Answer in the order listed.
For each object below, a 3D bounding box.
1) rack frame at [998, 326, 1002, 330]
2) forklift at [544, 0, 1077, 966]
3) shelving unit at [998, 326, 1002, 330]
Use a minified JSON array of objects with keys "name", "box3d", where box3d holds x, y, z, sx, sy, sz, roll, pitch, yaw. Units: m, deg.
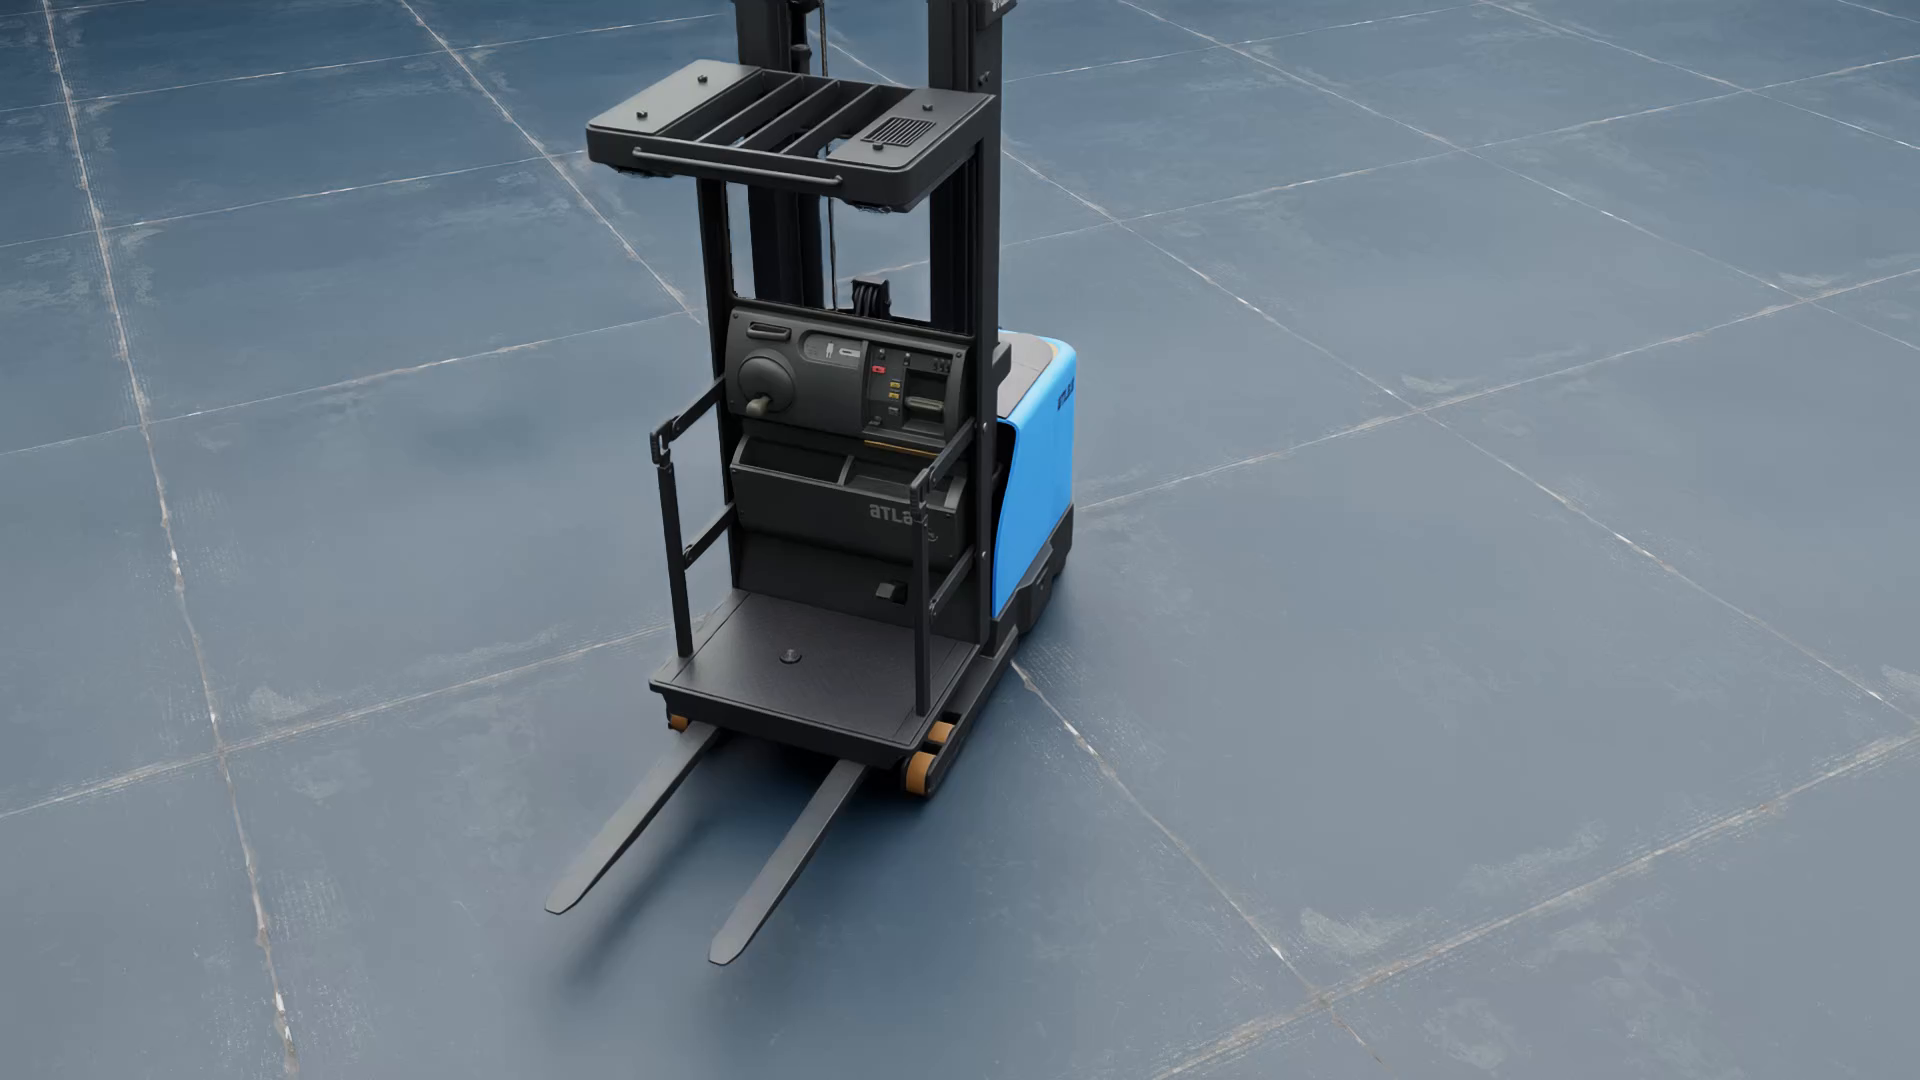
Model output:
[{"name":"rack frame","box3d":[0.082,-0.576,7.814,0.240,0.900,0.006,-13,35,-20]},{"name":"forklift","box3d":[-0.499,-0.530,5.861,1.130,2.935,3.031,12,35,18]},{"name":"shelving unit","box3d":[0.123,-0.526,7.736,0.258,0.900,0.210,-13,35,-20]}]
